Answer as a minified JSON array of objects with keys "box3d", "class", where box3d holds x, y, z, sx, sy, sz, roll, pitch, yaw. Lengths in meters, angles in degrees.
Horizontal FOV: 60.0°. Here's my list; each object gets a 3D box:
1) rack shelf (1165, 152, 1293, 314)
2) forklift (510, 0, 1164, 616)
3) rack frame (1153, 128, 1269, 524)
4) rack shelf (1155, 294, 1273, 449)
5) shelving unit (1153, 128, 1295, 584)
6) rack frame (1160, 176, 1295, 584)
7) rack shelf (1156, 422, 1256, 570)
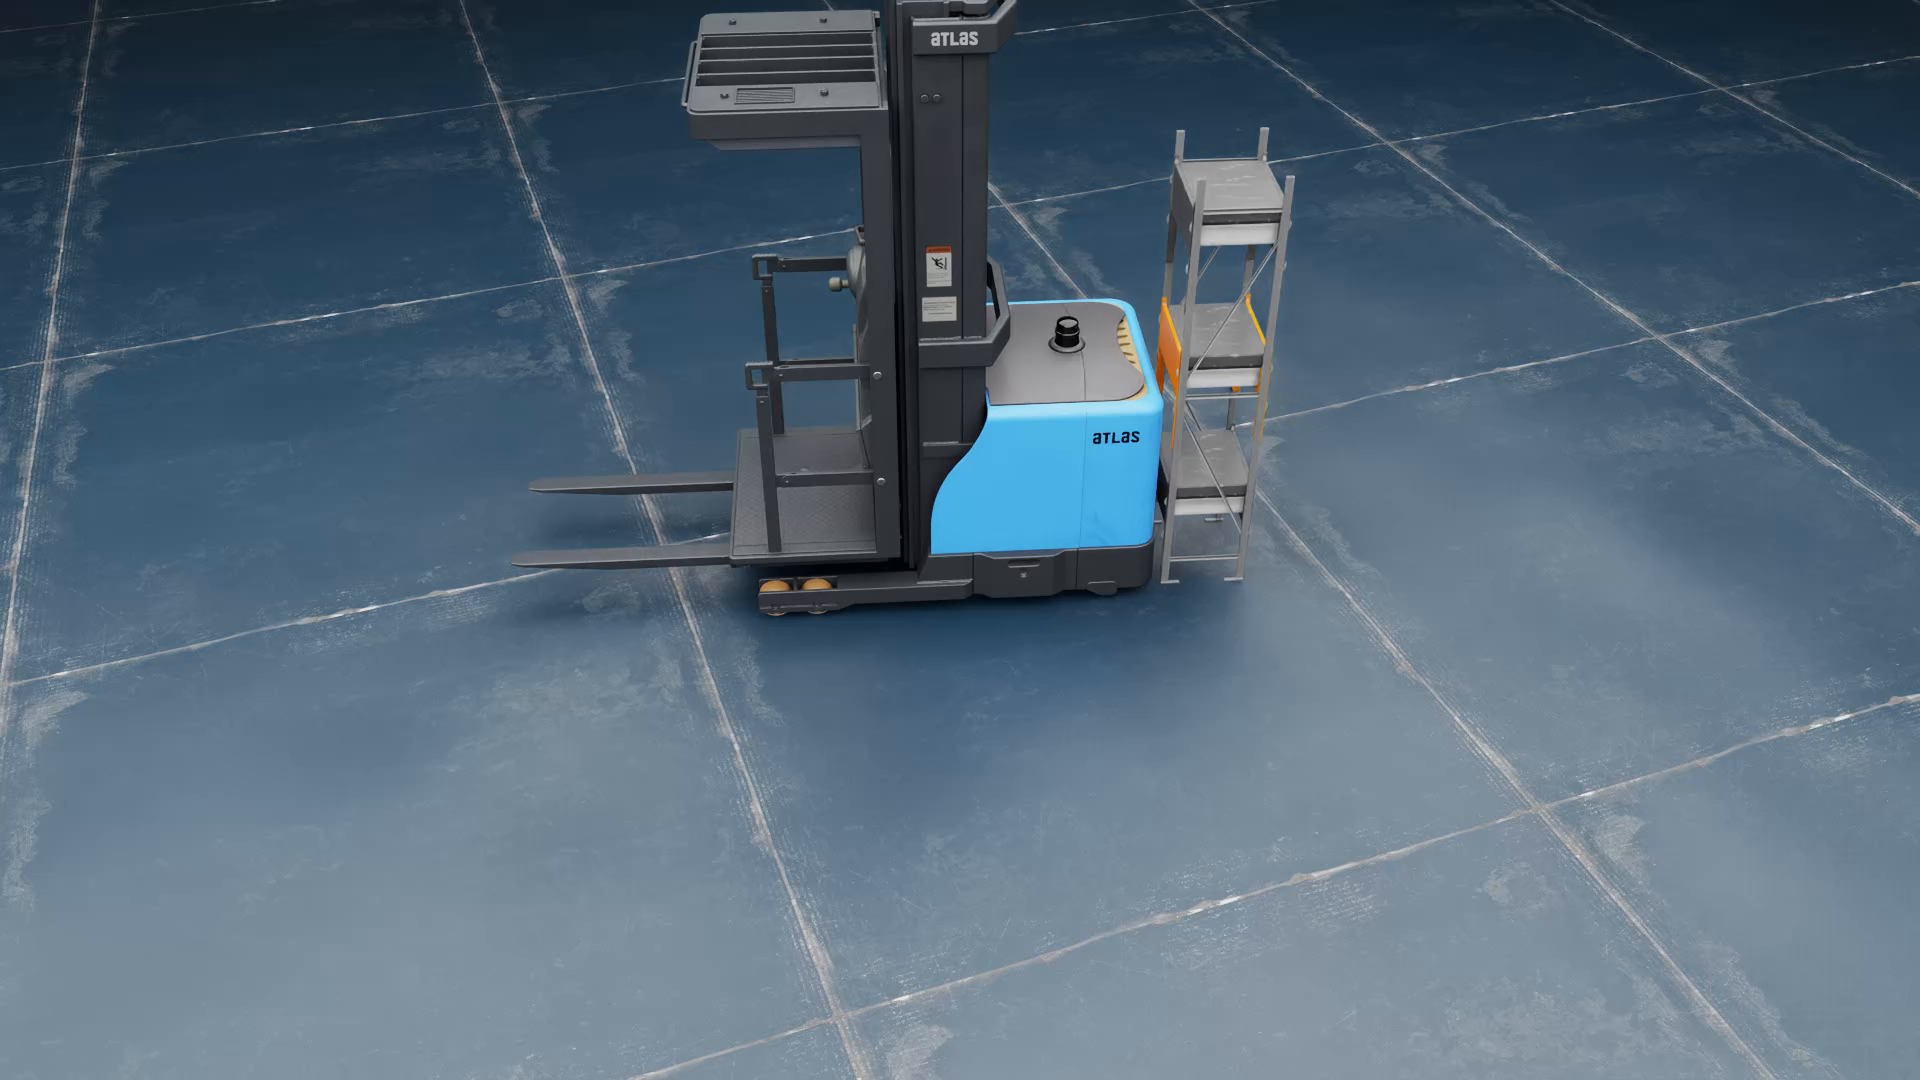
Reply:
[{"box3d":[1.150,-1.332,7.193,0.431,0.518,0.480,-2,37,-3],"class":"rack shelf"},{"box3d":[-0.621,-1.145,7.394,3.031,2.935,1.130,-2,37,-3],"class":"forklift"},{"box3d":[1.133,-0.930,7.800,0.400,2.100,0.015,-2,37,-3],"class":"rack frame"},{"box3d":[1.150,-0.773,7.614,0.431,0.518,0.480,-2,37,-3],"class":"rack shelf"},{"box3d":[1.150,-0.784,7.606,0.431,2.100,0.503,-2,37,-3],"class":"shelving unit"},{"box3d":[1.167,-0.637,7.411,0.400,2.100,0.015,-2,37,-3],"class":"rack frame"},{"box3d":[1.150,-0.214,8.035,0.431,0.518,0.480,-2,37,-3],"class":"rack shelf"}]
